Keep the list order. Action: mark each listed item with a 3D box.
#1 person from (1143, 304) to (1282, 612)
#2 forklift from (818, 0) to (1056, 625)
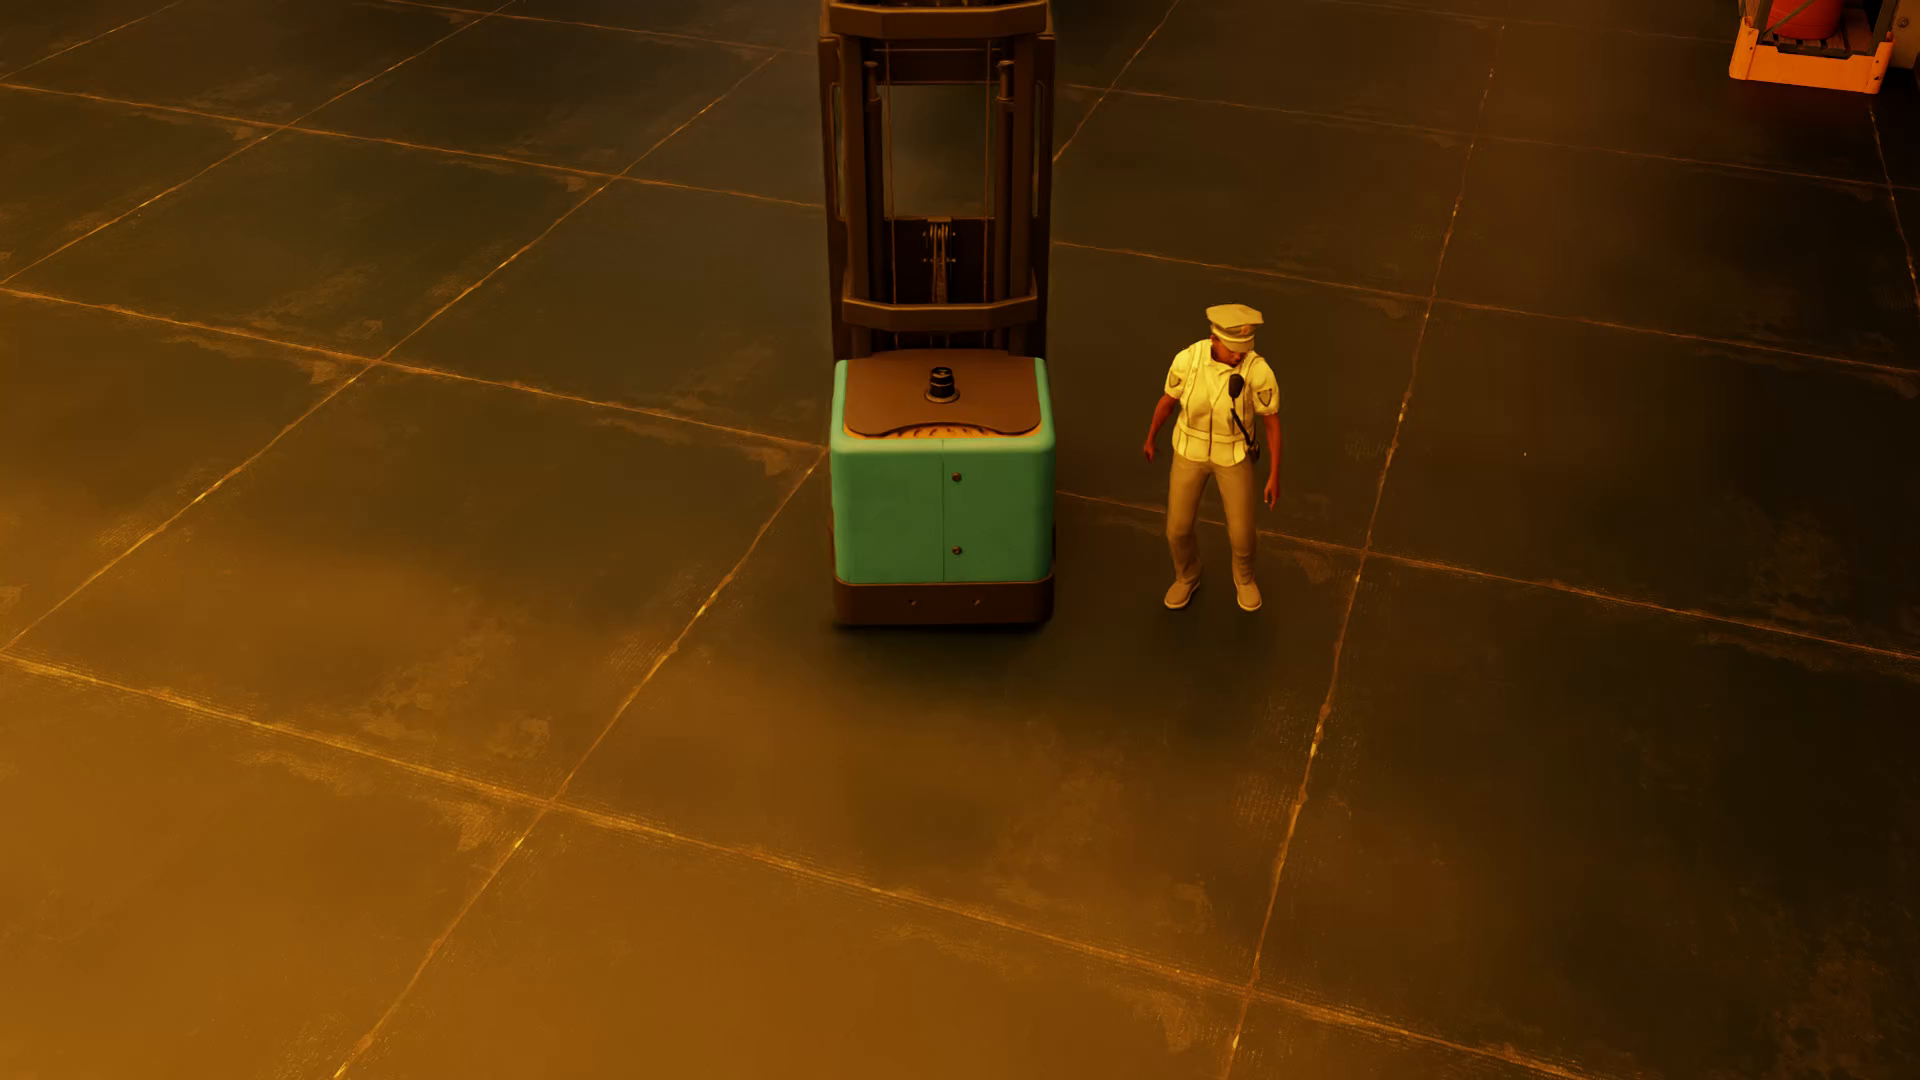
[{"bbox_3d":[1.184,-0.387,7.799,0.691,1.625,0.406,10,37,14],"label":"person"},{"bbox_3d":[-0.113,-1.610,8.382,1.130,2.935,3.031,-1,35,-1],"label":"forklift"}]
